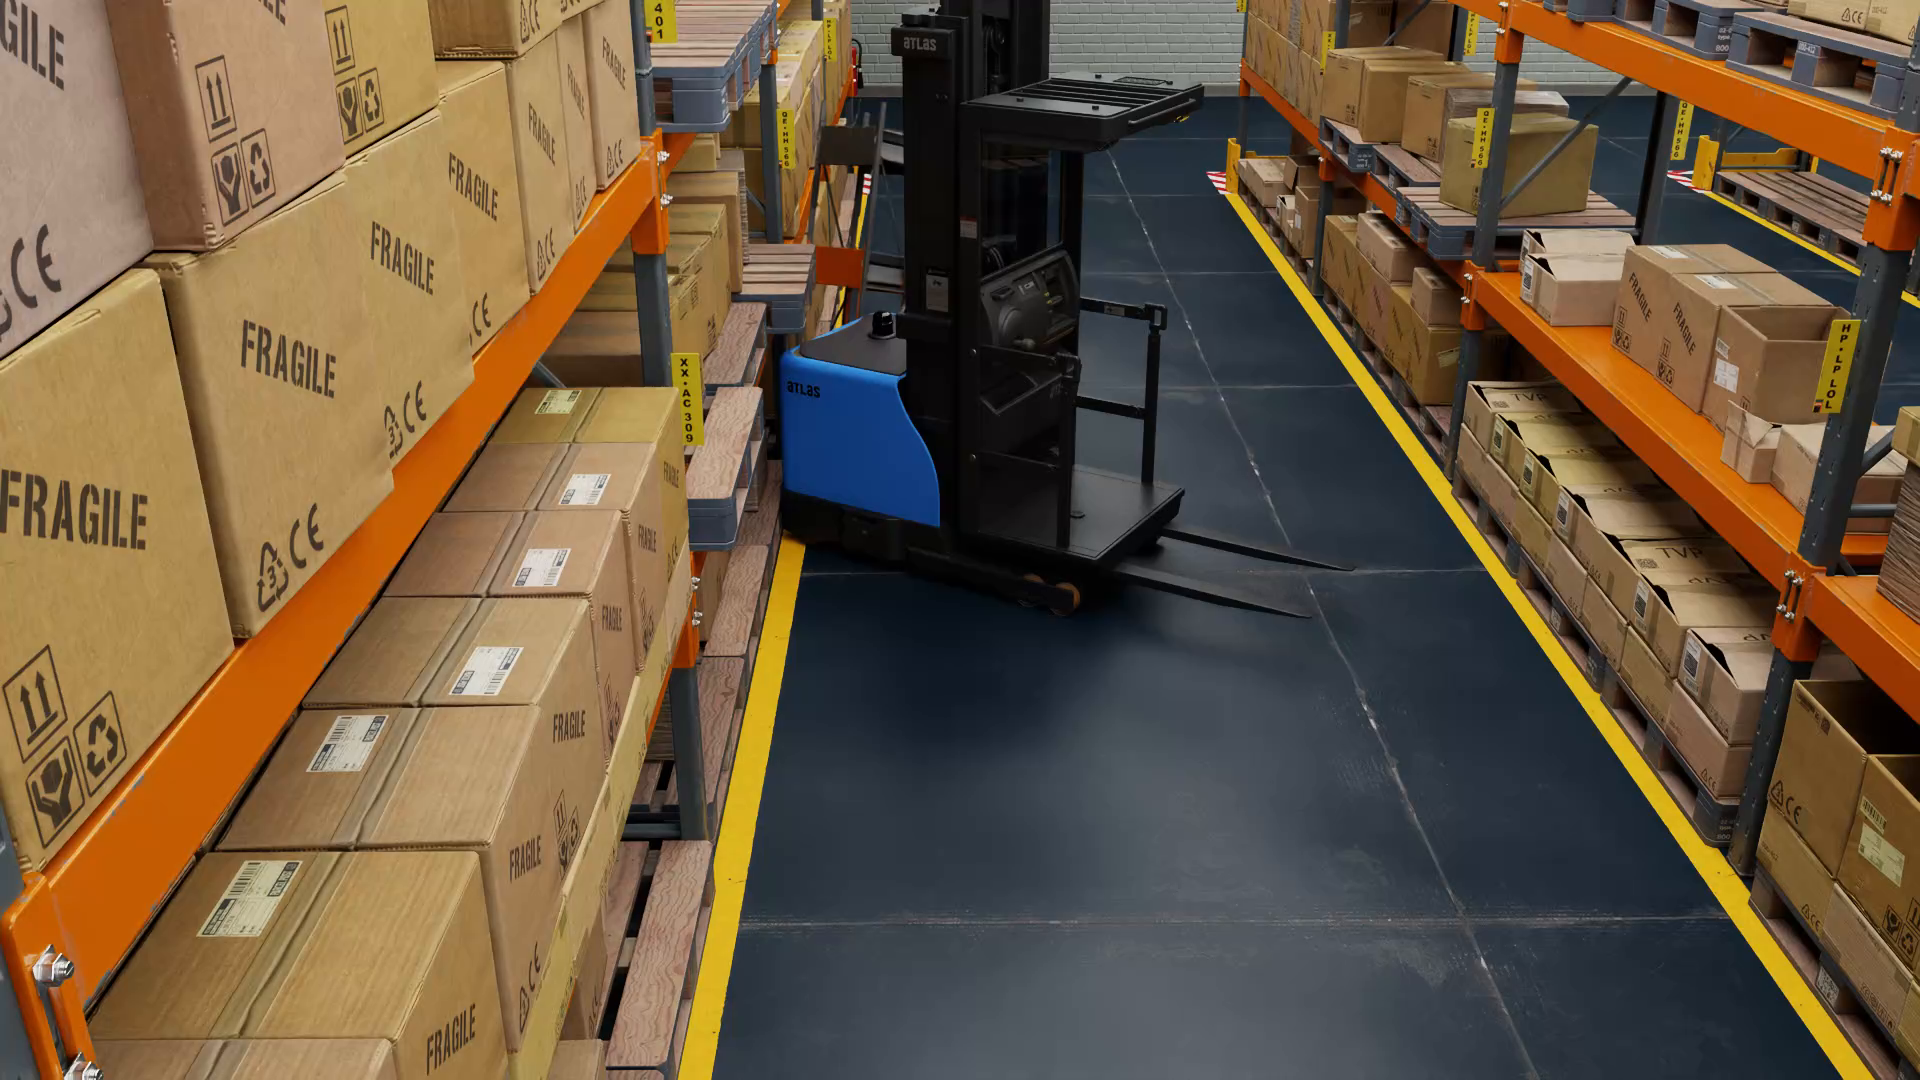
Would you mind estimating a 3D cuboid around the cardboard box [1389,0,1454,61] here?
[{"bbox_3d":[3.679,-4.089,13.317,0.500,0.500,0.500,0,24,1],"label":"cardboard box"}]

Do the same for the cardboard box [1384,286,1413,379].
[{"bbox_3d":[3.197,-1.404,11.213,0.500,0.500,0.500,-1,24,-2],"label":"cardboard box"}]

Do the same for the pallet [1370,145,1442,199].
[{"bbox_3d":[3.421,-2.458,11.278,1.003,0.211,1.213,0,24,-1],"label":"pallet"}]

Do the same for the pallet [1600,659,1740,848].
[{"bbox_3d":[3.443,0.871,7.068,1.003,0.211,1.213,0,24,-1],"label":"pallet"}]

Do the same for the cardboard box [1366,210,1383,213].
[{"bbox_3d":[3.595,-2.833,14.777,0.380,0.166,0.250,0,24,-1],"label":"cardboard box"}]

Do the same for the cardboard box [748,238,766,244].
[{"bbox_3d":[-1.279,-1.752,9.764,0.380,0.149,0.250,-1,24,-1],"label":"cardboard box"}]

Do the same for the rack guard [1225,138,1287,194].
[{"bbox_3d":[3.360,-3.871,17.202,1.175,0.500,0.348,0,24,-1],"label":"rack guard"}]

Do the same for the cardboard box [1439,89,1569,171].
[{"bbox_3d":[3.508,-2.618,10.768,0.700,0.500,0.500,4,25,9],"label":"cardboard box"}]

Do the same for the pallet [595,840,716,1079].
[{"bbox_3d":[-1.420,1.475,5.733,1.003,0.211,1.213,0,24,-1],"label":"pallet"}]

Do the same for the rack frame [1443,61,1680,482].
[{"bbox_3d":[3.447,-1.744,9.467,1.000,3.000,0.127,0,24,-1],"label":"rack frame"}]

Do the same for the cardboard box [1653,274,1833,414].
[{"bbox_3d":[3.487,-0.882,7.438,0.500,0.500,0.500,0,24,0],"label":"cardboard box"}]

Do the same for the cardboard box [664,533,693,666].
[{"bbox_3d":[-1.155,0.181,5.368,0.500,0.250,0.500,0,24,0],"label":"cardboard box"}]

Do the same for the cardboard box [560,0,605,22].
[{"bbox_3d":[-1.170,-1.517,3.965,0.500,0.500,0.500,1,24,2],"label":"cardboard box"}]

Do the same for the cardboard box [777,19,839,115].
[{"bbox_3d":[-1.542,-4.030,14.156,0.980,0.700,0.700,-1,24,-2],"label":"cardboard box"}]

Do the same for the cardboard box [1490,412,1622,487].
[{"bbox_3d":[3.173,-0.505,8.873,0.500,0.311,0.500,-1,24,-2],"label":"cardboard box"}]

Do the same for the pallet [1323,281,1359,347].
[{"bbox_3d":[3.450,-1.787,12.945,1.003,0.211,1.213,0,24,-1],"label":"pallet"}]

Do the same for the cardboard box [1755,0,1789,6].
[{"bbox_3d":[3.531,-2.374,6.892,0.500,0.250,0.500,-2,24,-5],"label":"cardboard box"}]

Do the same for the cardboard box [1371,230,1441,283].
[{"bbox_3d":[3.182,-1.977,11.570,0.500,0.250,0.500,-1,24,-2],"label":"cardboard box"}]

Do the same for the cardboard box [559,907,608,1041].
[{"bbox_3d":[-1.412,1.294,5.249,0.500,0.500,0.500,-2,24,-5],"label":"cardboard box"}]

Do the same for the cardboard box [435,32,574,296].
[{"bbox_3d":[-1.174,-0.850,3.704,0.500,0.500,0.500,-1,24,-3],"label":"cardboard box"}]

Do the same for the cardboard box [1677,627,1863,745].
[{"bbox_3d":[3.199,0.544,6.553,0.500,0.311,0.500,0,24,-1],"label":"cardboard box"}]

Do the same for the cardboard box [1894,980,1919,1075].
[{"bbox_3d":[3.193,1.570,4.966,0.500,0.250,0.500,0,24,-1],"label":"cardboard box"}]

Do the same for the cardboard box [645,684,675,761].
[{"bbox_3d":[-1.488,0.563,6.865,0.700,0.500,0.500,1,24,1],"label":"cardboard box"}]

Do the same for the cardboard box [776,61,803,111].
[{"bbox_3d":[-1.270,-2.868,10.535,0.500,0.250,0.500,0,24,0],"label":"cardboard box"}]

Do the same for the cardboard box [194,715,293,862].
[{"bbox_3d":[-1.643,0.680,3.355,0.500,0.500,0.500,-1,24,-2],"label":"cardboard box"}]

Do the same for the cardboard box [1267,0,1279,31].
[{"bbox_3d":[3.114,-4.937,15.190,0.500,0.500,0.500,0,24,0],"label":"cardboard box"}]

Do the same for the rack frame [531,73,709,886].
[{"bbox_3d":[-1.463,-0.072,5.770,1.000,3.000,0.127,0,24,-1],"label":"rack frame"}]

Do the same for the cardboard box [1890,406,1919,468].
[{"bbox_3d":[3.300,-0.326,5.422,0.380,0.149,0.250,0,24,-1],"label":"cardboard box"}]

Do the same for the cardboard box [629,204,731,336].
[{"bbox_3d":[-1.456,-1.260,7.740,0.700,0.500,0.500,0,24,-1],"label":"cardboard box"}]

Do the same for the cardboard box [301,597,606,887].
[{"bbox_3d":[-1.136,0.466,3.827,0.500,0.500,0.500,0,24,1],"label":"cardboard box"}]

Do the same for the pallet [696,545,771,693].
[{"bbox_3d":[-1.489,0.373,8.168,1.003,0.211,1.213,0,24,-1],"label":"pallet"}]

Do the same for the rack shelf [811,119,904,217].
[{"bbox_3d":[-0.543,-2.193,9.855,0.480,0.518,0.431,13,10,40],"label":"rack shelf"}]

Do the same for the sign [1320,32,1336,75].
[{"bbox_3d":[2.861,-3.782,12.921,0.100,0.325,0.005,0,24,-1],"label":"sign"}]

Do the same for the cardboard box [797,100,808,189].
[{"bbox_3d":[-1.257,-2.532,10.703,0.500,0.500,0.500,0,24,-1],"label":"cardboard box"}]

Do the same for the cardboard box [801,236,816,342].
[{"bbox_3d":[-1.387,-1.597,11.240,0.750,0.750,0.750,0,24,-1],"label":"cardboard box"}]

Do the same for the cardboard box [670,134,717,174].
[{"bbox_3d":[-1.454,-1.988,8.562,0.380,0.149,0.250,-4,25,-9],"label":"cardboard box"}]

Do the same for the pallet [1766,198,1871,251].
[{"bbox_3d":[8.293,-2.950,15.516,1.003,0.211,1.213,0,24,-1],"label":"pallet"}]

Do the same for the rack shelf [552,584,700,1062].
[{"bbox_3d":[-1.441,1.080,4.096,1.077,0.370,4.000,0,24,-1],"label":"rack shelf"}]

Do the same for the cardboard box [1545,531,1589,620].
[{"bbox_3d":[3.182,0.167,8.068,0.500,0.250,0.500,0,24,1],"label":"cardboard box"}]

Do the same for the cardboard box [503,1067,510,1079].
[{"bbox_3d":[-1.127,1.219,3.073,0.500,0.250,0.500,-1,24,-2],"label":"cardboard box"}]

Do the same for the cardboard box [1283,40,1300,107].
[{"bbox_3d":[3.126,-4.067,14.481,0.500,0.500,0.500,0,24,1],"label":"cardboard box"}]

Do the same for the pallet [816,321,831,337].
[{"bbox_3d":[-1.450,-1.277,11.817,1.003,0.211,1.213,0,24,-1],"label":"pallet"}]

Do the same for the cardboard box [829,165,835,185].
[{"bbox_3d":[-1.277,-3.167,14.350,0.380,0.149,0.250,1,24,1],"label":"cardboard box"}]

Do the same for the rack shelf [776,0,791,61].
[{"bbox_3d":[-1.528,-3.584,10.767,1.077,0.370,4.000,0,24,-1],"label":"rack shelf"}]

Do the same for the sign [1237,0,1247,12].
[{"bbox_3d":[2.817,-5.433,16.572,0.100,0.325,0.005,0,24,-1],"label":"sign"}]

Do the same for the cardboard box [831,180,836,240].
[{"bbox_3d":[-1.458,-2.937,14.627,0.700,0.500,0.500,0,24,-1],"label":"cardboard box"}]

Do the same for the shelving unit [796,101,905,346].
[{"bbox_3d":[-0.624,-1.517,9.942,0.503,2.100,0.431,13,10,40],"label":"shelving unit"}]

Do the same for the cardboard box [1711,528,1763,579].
[{"bbox_3d":[3.728,0.119,7.494,0.500,0.311,0.500,-1,24,-2],"label":"cardboard box"}]

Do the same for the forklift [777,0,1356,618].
[{"bbox_3d":[0.539,-1.203,8.352,3.031,2.935,1.130,14,28,28],"label":"forklift"}]

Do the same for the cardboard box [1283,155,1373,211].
[{"bbox_3d":[3.378,-3.230,15.247,0.797,0.503,0.637,0,24,-1],"label":"cardboard box"}]

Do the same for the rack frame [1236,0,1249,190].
[{"bbox_3d":[3.359,-5.041,16.756,1.000,3.000,0.127,0,24,-1],"label":"rack frame"}]
